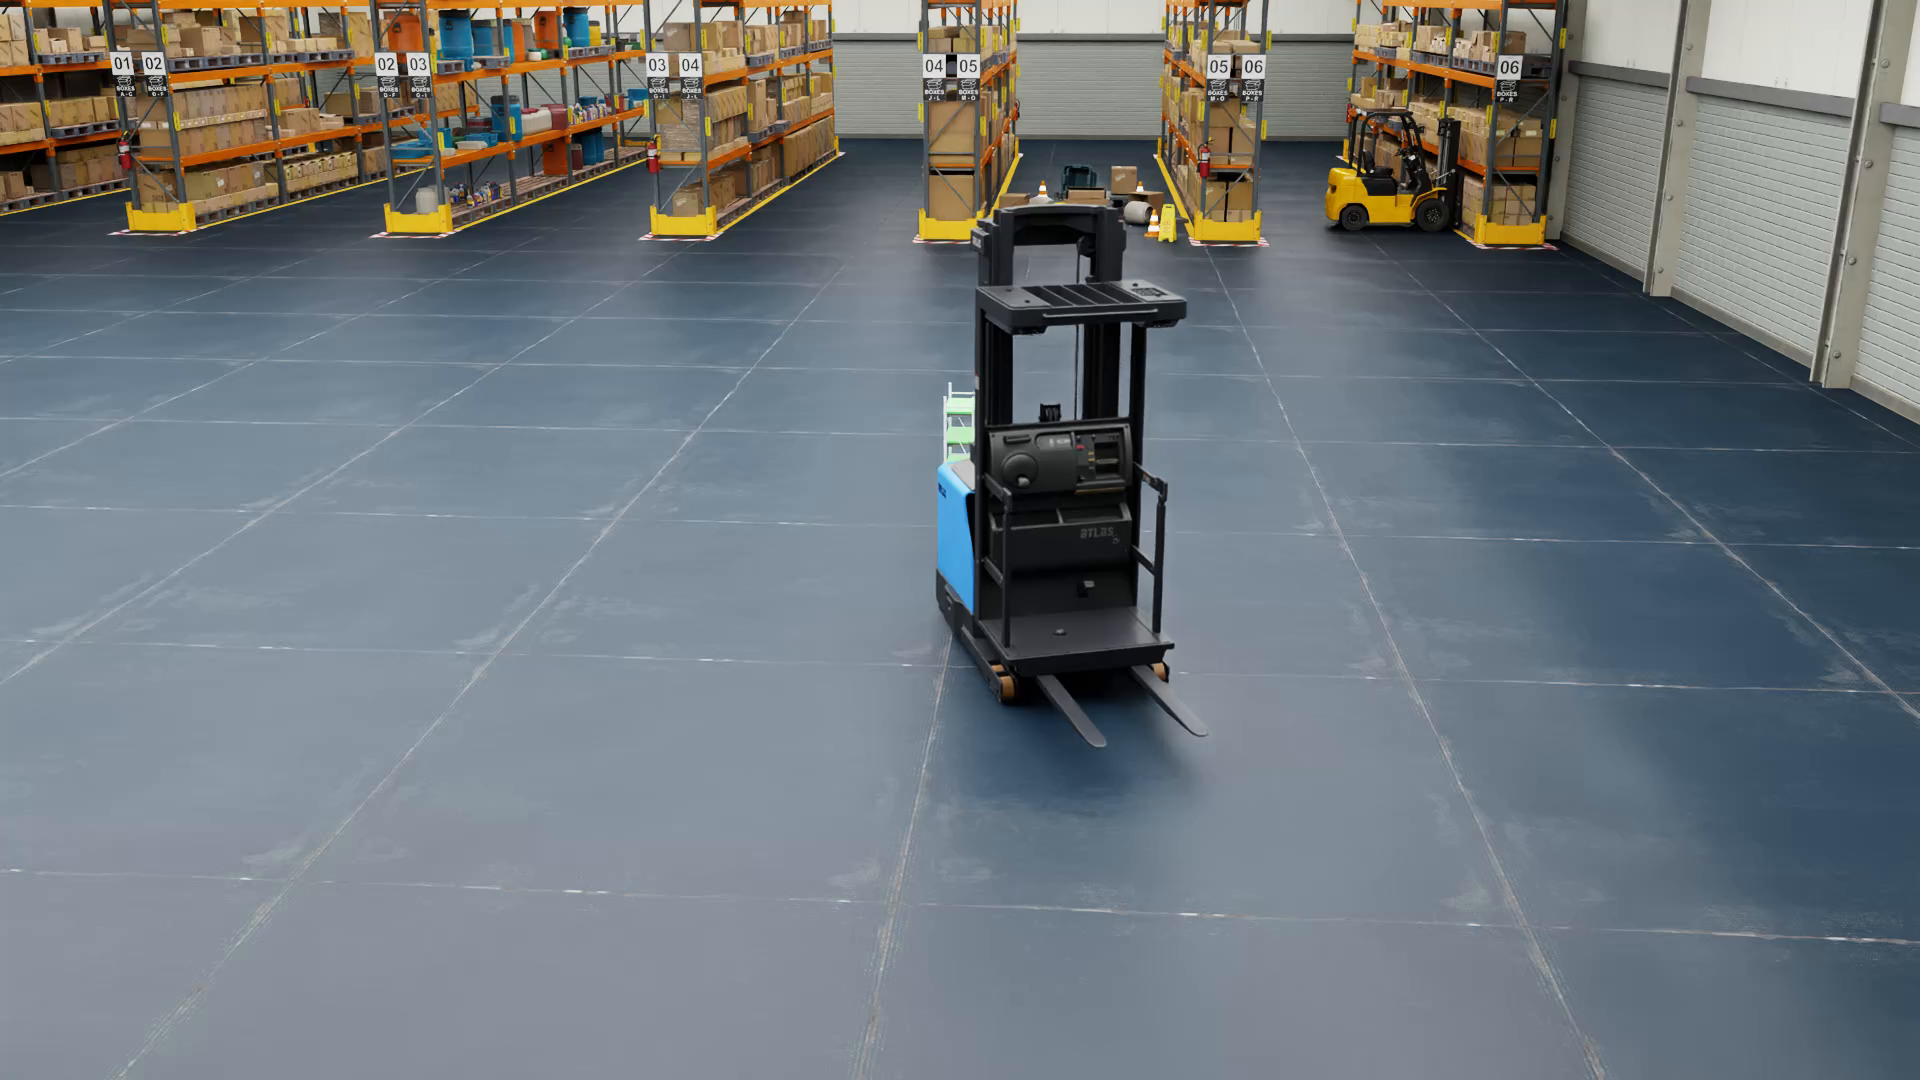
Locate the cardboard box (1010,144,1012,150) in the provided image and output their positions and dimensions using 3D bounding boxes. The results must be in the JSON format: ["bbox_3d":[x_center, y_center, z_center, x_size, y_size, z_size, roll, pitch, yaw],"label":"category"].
[{"bbox_3d":[1.160,-10.202,43.168,0.380,0.149,0.250,1,18,4],"label":"cardboard box"}]

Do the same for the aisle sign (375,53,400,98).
[{"bbox_3d":[-10.327,-8.377,29.997,0.394,0.787,0.004,1,18,4],"label":"aisle sign"}]

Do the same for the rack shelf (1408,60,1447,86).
[{"bbox_3d":[10.180,-9.663,34.435,1.077,0.370,4.000,1,18,4],"label":"rack shelf"}]

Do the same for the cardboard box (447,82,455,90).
[{"bbox_3d":[-13.681,-12.140,43.887,0.500,0.500,0.500,2,18,6],"label":"cardboard box"}]

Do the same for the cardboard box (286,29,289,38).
[{"bbox_3d":[-18.548,-13.716,45.054,0.500,0.250,0.500,2,18,6],"label":"cardboard box"}]

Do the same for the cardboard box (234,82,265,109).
[{"bbox_3d":[-18.934,-11.643,43.657,0.980,0.700,0.700,1,18,3],"label":"cardboard box"}]

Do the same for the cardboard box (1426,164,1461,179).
[{"bbox_3d":[10.127,-7.433,34.429,0.875,0.625,0.625,1,18,3],"label":"cardboard box"}]

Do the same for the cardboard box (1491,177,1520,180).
[{"bbox_3d":[10.052,-6.540,30.700,0.500,0.250,0.500,1,18,4],"label":"cardboard box"}]

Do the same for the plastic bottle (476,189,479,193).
[{"bbox_3d":[-9.656,-6.904,33.331,0.061,0.283,0.133,1,18,4],"label":"plastic bottle"}]

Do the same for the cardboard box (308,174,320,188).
[{"bbox_3d":[-14.331,-7.844,36.286,0.500,0.250,0.500,1,18,2],"label":"cardboard box"}]

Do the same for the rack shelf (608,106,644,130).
[{"bbox_3d":[-9.022,-11.164,43.832,1.077,0.370,4.000,1,18,4],"label":"rack shelf"}]

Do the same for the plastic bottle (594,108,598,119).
[{"bbox_3d":[-8.933,-10.426,40.624,0.152,0.276,0.135,1,18,4],"label":"plastic bottle"}]

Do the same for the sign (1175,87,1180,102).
[{"bbox_3d":[4.819,-9.872,36.875,0.100,0.325,0.005,1,18,4],"label":"sign"}]

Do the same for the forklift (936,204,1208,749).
[{"bbox_3d":[0.694,-0.514,10.285,1.130,2.935,3.031,-5,19,-14],"label":"forklift"}]

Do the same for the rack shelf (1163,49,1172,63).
[{"bbox_3d":[5.803,-12.258,42.352,1.077,0.370,4.000,1,18,4],"label":"rack shelf"}]

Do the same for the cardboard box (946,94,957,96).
[{"bbox_3d":[-0.049,-8.115,31.397,0.875,0.550,0.500,1,18,4],"label":"cardboard box"}]

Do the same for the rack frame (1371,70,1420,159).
[{"bbox_3d":[10.611,-10.443,40.477,1.000,3.000,0.127,1,18,4],"label":"rack frame"}]

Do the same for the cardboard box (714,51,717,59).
[{"bbox_3d":[-4.713,-8.989,30.822,0.380,0.149,0.250,1,18,4],"label":"cardboard box"}]

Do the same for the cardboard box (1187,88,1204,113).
[{"bbox_3d":[4.838,-8.601,32.609,0.700,0.500,0.500,1,18,3],"label":"cardboard box"}]

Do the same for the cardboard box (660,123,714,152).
[{"bbox_3d":[-5.019,-7.406,30.570,0.875,0.500,0.500,1,18,4],"label":"cardboard box"}]

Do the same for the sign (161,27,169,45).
[{"bbox_3d":[-14.413,-9.134,30.132,0.100,0.325,0.005,1,18,4],"label":"sign"}]

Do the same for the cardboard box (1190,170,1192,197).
[{"bbox_3d":[4.748,-6.974,32.426,0.500,0.500,0.500,2,18,6],"label":"cardboard box"}]

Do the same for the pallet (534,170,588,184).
[{"bbox_3d":[-9.437,-8.563,39.217,1.003,0.211,1.213,1,18,4],"label":"pallet"}]

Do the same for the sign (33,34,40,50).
[{"bbox_3d":[-19.079,-10.283,34.339,0.100,0.325,0.005,1,18,4],"label":"sign"}]

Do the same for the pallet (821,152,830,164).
[{"bbox_3d":[-4.008,-10.063,43.796,1.003,0.211,1.213,1,18,4],"label":"pallet"}]

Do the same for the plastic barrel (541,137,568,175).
[{"bbox_3d":[-9.434,-8.963,38.770,0.600,0.830,0.708,1,18,4],"label":"plastic barrel"}]

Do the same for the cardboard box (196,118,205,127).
[{"bbox_3d":[-14.667,-7.980,31.758,0.380,0.149,0.250,1,18,3],"label":"cardboard box"}]

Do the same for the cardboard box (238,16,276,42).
[{"bbox_3d":[-14.596,-10.613,34.539,0.500,0.500,0.500,2,18,5],"label":"cardboard box"}]

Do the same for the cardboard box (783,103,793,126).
[{"bbox_3d":[-4.171,-9.884,38.611,0.500,0.500,0.500,1,18,2],"label":"cardboard box"}]

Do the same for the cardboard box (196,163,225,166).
[{"bbox_3d":[-15.096,-7.313,33.463,0.500,0.500,0.500,1,18,4],"label":"cardboard box"}]

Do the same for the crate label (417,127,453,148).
[{"bbox_3d":[-10.163,-7.752,32.208,0.502,0.435,0.616,1,18,4],"label":"crate label"}]

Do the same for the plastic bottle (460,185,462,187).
[{"bbox_3d":[-10.195,-7.125,34.017,0.152,0.276,0.135,2,18,6],"label":"plastic bottle"}]

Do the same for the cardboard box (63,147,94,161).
[{"bbox_3d":[-19.522,-8.526,36.730,0.500,0.250,0.500,1,18,2],"label":"cardboard box"}]

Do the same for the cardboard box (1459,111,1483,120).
[{"bbox_3d":[9.668,-8.042,31.468,0.380,0.149,0.250,1,18,3],"label":"cardboard box"}]

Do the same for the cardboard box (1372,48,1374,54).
[{"bbox_3d":[10.412,-12.103,41.128,0.380,0.149,0.250,1,18,4],"label":"cardboard box"}]

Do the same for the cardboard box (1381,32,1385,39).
[{"bbox_3d":[10.143,-11.893,39.174,0.380,0.149,0.250,1,18,3],"label":"cardboard box"}]

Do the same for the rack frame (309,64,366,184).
[{"bbox_3d":[-14.392,-9.754,38.374,1.000,3.000,0.127,1,18,4],"label":"rack frame"}]

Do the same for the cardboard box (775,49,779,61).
[{"bbox_3d":[-4.301,-10.733,36.785,0.500,0.250,0.500,1,18,4],"label":"cardboard box"}]

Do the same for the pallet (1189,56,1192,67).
[{"bbox_3d":[5.236,-9.594,33.369,1.213,0.211,1.003,1,18,4],"label":"pallet"}]

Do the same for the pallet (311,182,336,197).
[{"bbox_3d":[-14.580,-7.796,36.877,1.003,0.211,1.213,1,18,4],"label":"pallet"}]

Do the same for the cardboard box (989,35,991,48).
[{"bbox_3d":[0.326,-9.574,31.936,0.500,0.250,0.500,1,18,4],"label":"cardboard box"}]

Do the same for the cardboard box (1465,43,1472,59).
[{"bbox_3d":[9.628,-9.113,30.981,0.396,0.266,0.258,1,18,3],"label":"cardboard box"}]

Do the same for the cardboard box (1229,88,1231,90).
[{"bbox_3d":[5.537,-9.493,35.222,0.380,0.149,0.250,0,18,1],"label":"cardboard box"}]

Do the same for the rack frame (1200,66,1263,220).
[{"bbox_3d":[4.799,-6.826,29.438,1.000,3.000,0.127,1,18,4],"label":"rack frame"}]

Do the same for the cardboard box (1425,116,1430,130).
[{"bbox_3d":[9.889,-8.602,34.295,0.500,0.250,0.500,2,18,5],"label":"cardboard box"}]

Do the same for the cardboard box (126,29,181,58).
[{"bbox_3d":[-14.921,-9.188,30.765,0.797,0.503,0.637,3,18,8],"label":"cardboard box"}]

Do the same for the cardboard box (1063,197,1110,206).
[{"bbox_3d":[2.400,-6.242,31.664,0.797,0.503,0.637,-13,22,-34],"label":"cardboard box"}]

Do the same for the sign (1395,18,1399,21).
[{"bbox_3d":[11.449,-13.513,43.607,0.100,0.325,0.005,1,18,4],"label":"sign"}]

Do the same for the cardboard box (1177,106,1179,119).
[{"bbox_3d":[5.154,-9.633,37.442,0.500,0.250,0.500,1,18,4],"label":"cardboard box"}]

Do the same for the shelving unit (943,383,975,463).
[{"bbox_3d":[0.012,-0.622,13.393,0.258,1.200,0.503,1,18,4],"label":"shelving unit"}]

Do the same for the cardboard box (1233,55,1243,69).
[{"bbox_3d":[5.101,-8.472,29.406,0.500,0.250,0.500,1,18,3],"label":"cardboard box"}]

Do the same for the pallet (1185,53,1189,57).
[{"bbox_3d":[5.643,-11.602,39.502,0.805,0.209,1.217,1,18,2],"label":"pallet"}]

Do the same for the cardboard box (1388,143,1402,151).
[{"bbox_3d":[10.288,-9.251,39.136,0.380,0.149,0.250,2,18,6],"label":"cardboard box"}]
